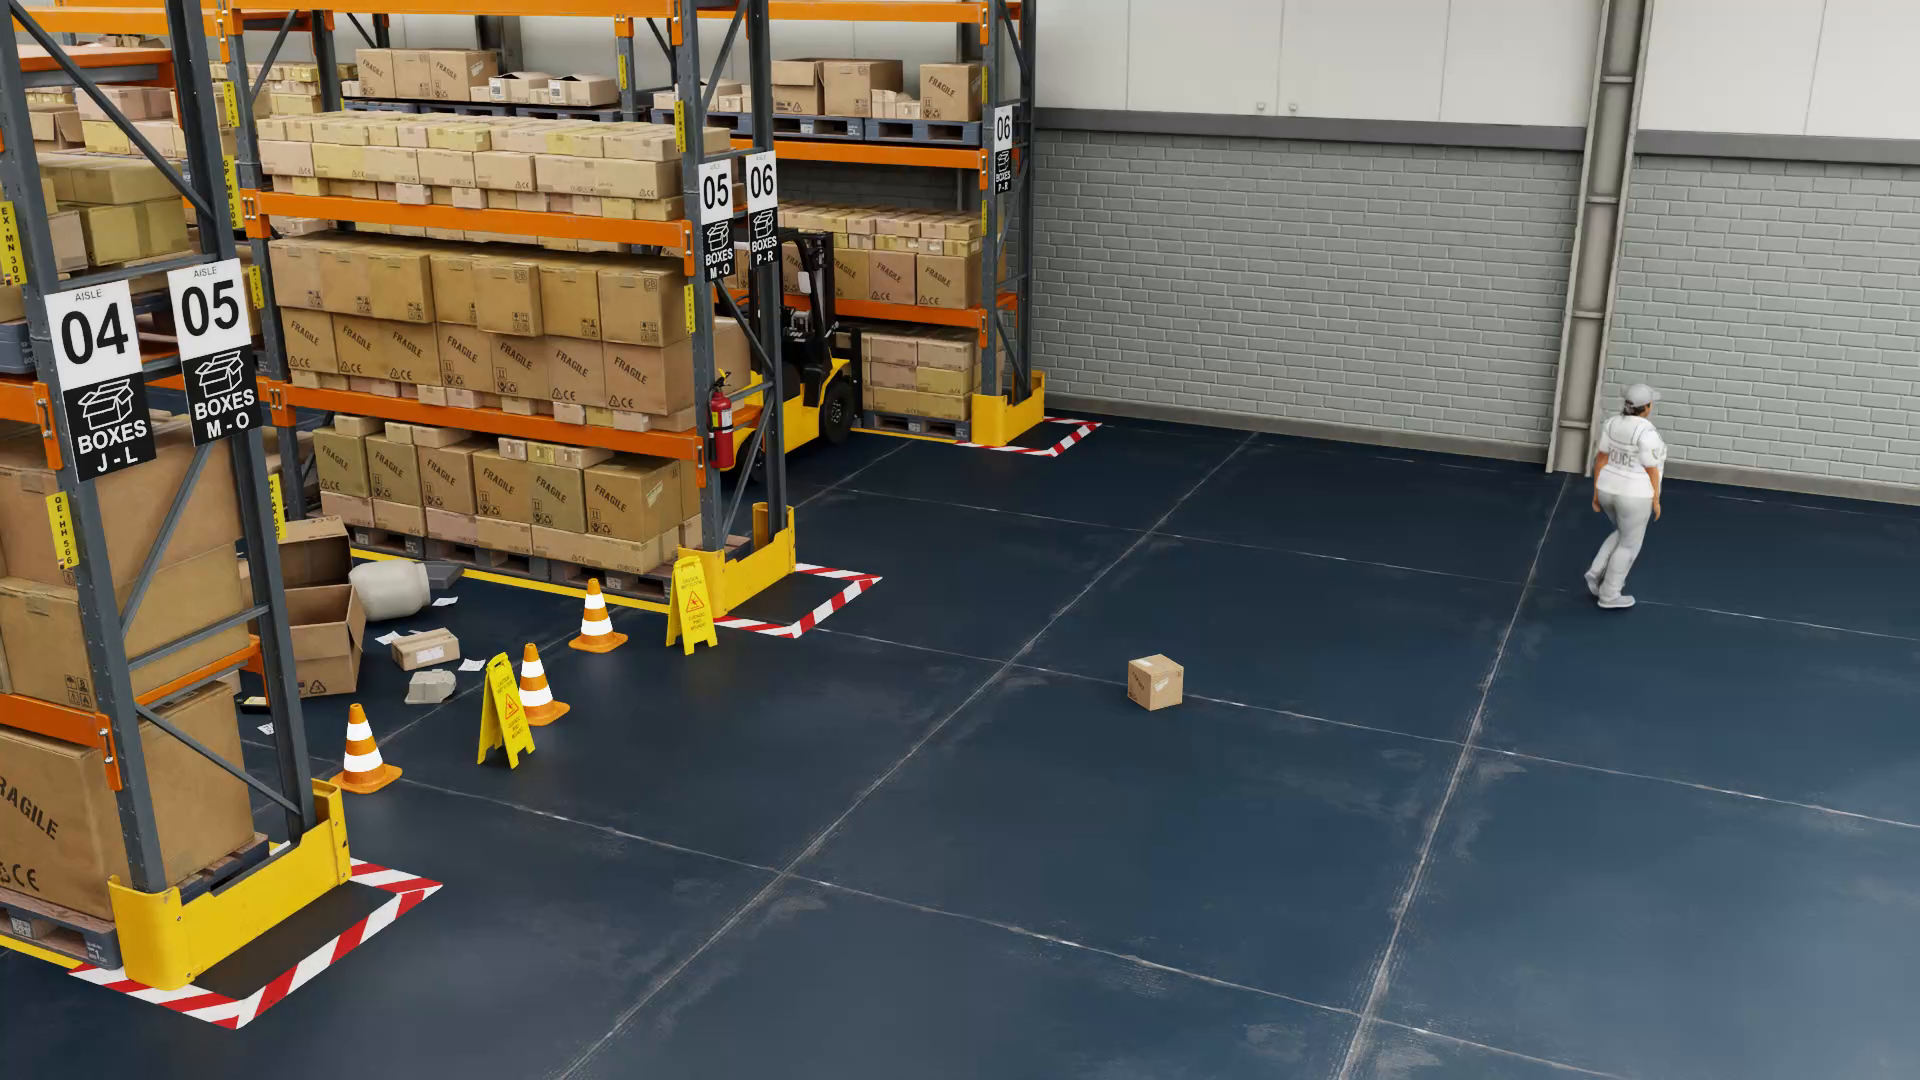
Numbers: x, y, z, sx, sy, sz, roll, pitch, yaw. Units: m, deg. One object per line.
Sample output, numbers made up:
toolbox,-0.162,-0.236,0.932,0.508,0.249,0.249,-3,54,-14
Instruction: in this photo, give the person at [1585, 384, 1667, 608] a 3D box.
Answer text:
person,4.814,-0.308,11.918,0.458,1.673,0.473,-6,20,-18
